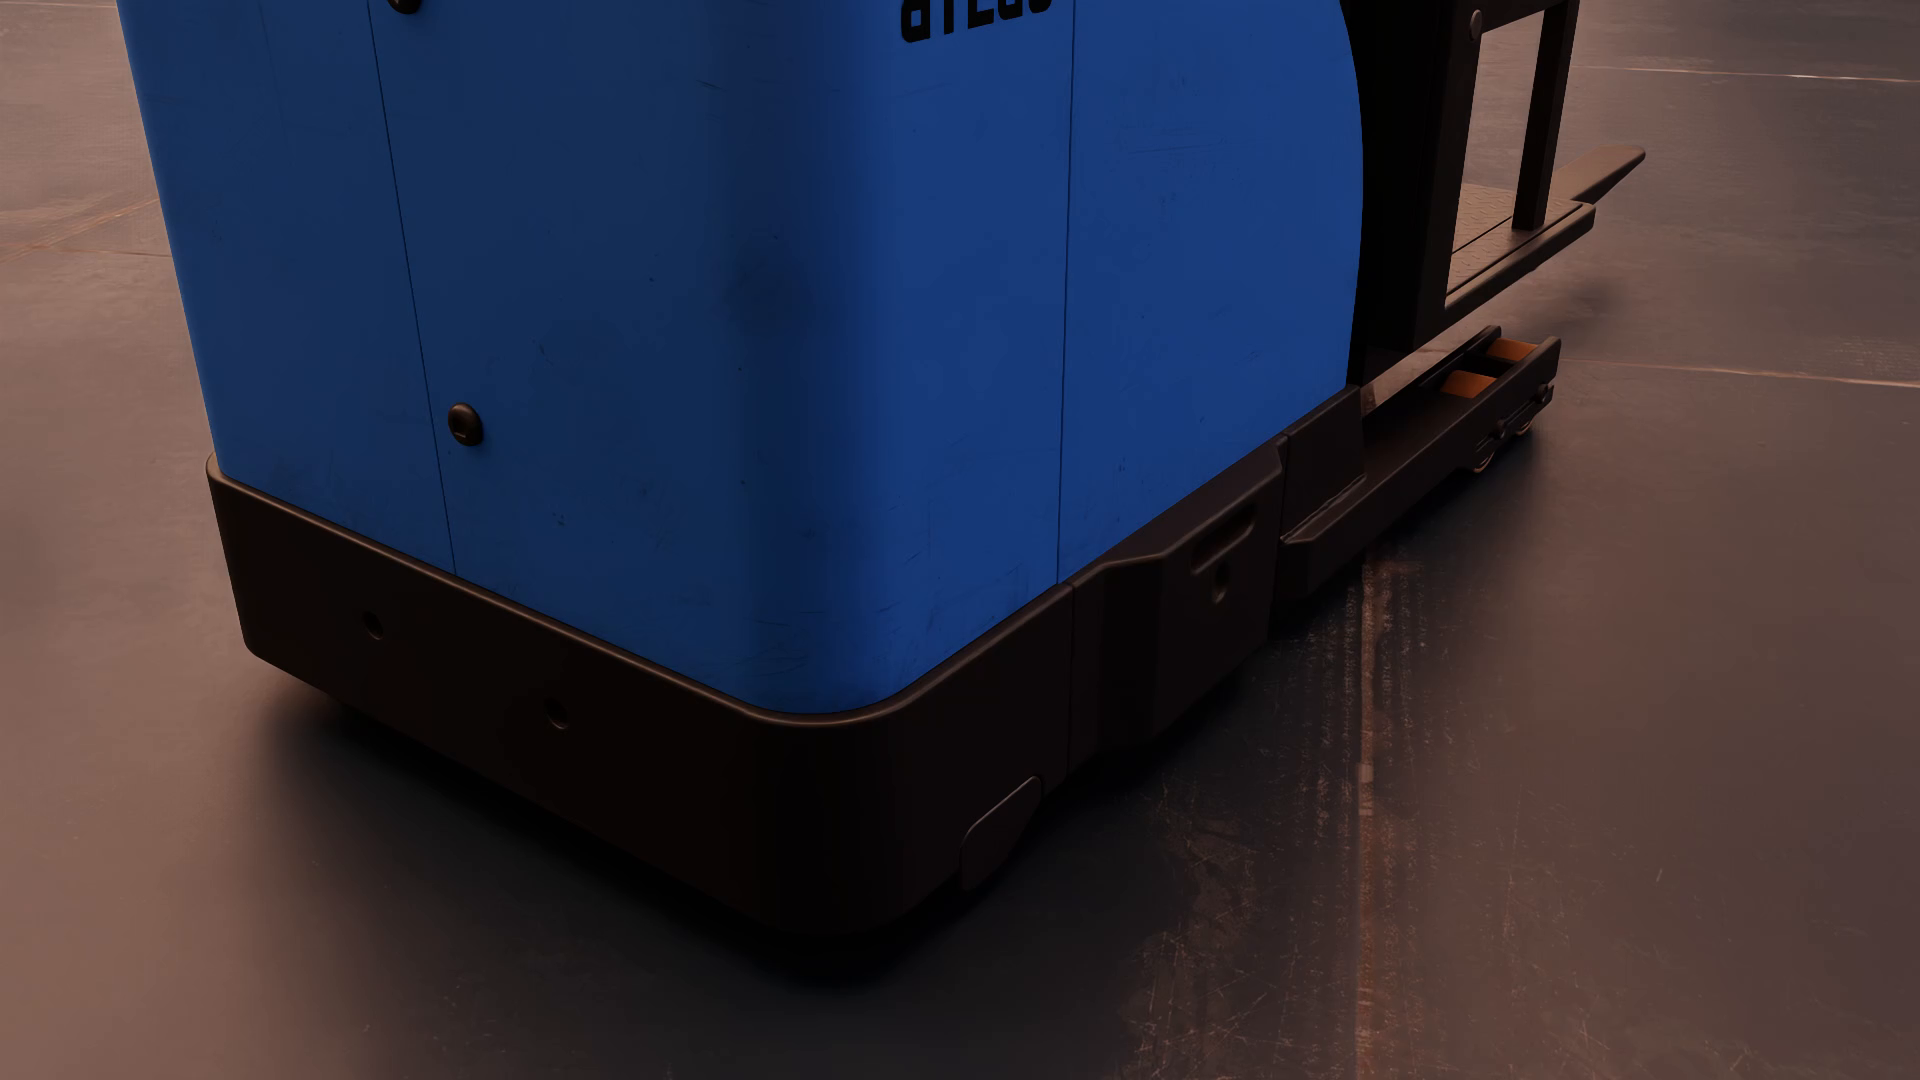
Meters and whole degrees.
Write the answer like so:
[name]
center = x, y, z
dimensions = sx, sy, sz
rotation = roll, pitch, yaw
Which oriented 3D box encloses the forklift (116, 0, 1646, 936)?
[forklift]
center = 0.372, -1.534, 2.288
dimensions = 1.130, 2.935, 3.031
rotation = 18, 32, 32
